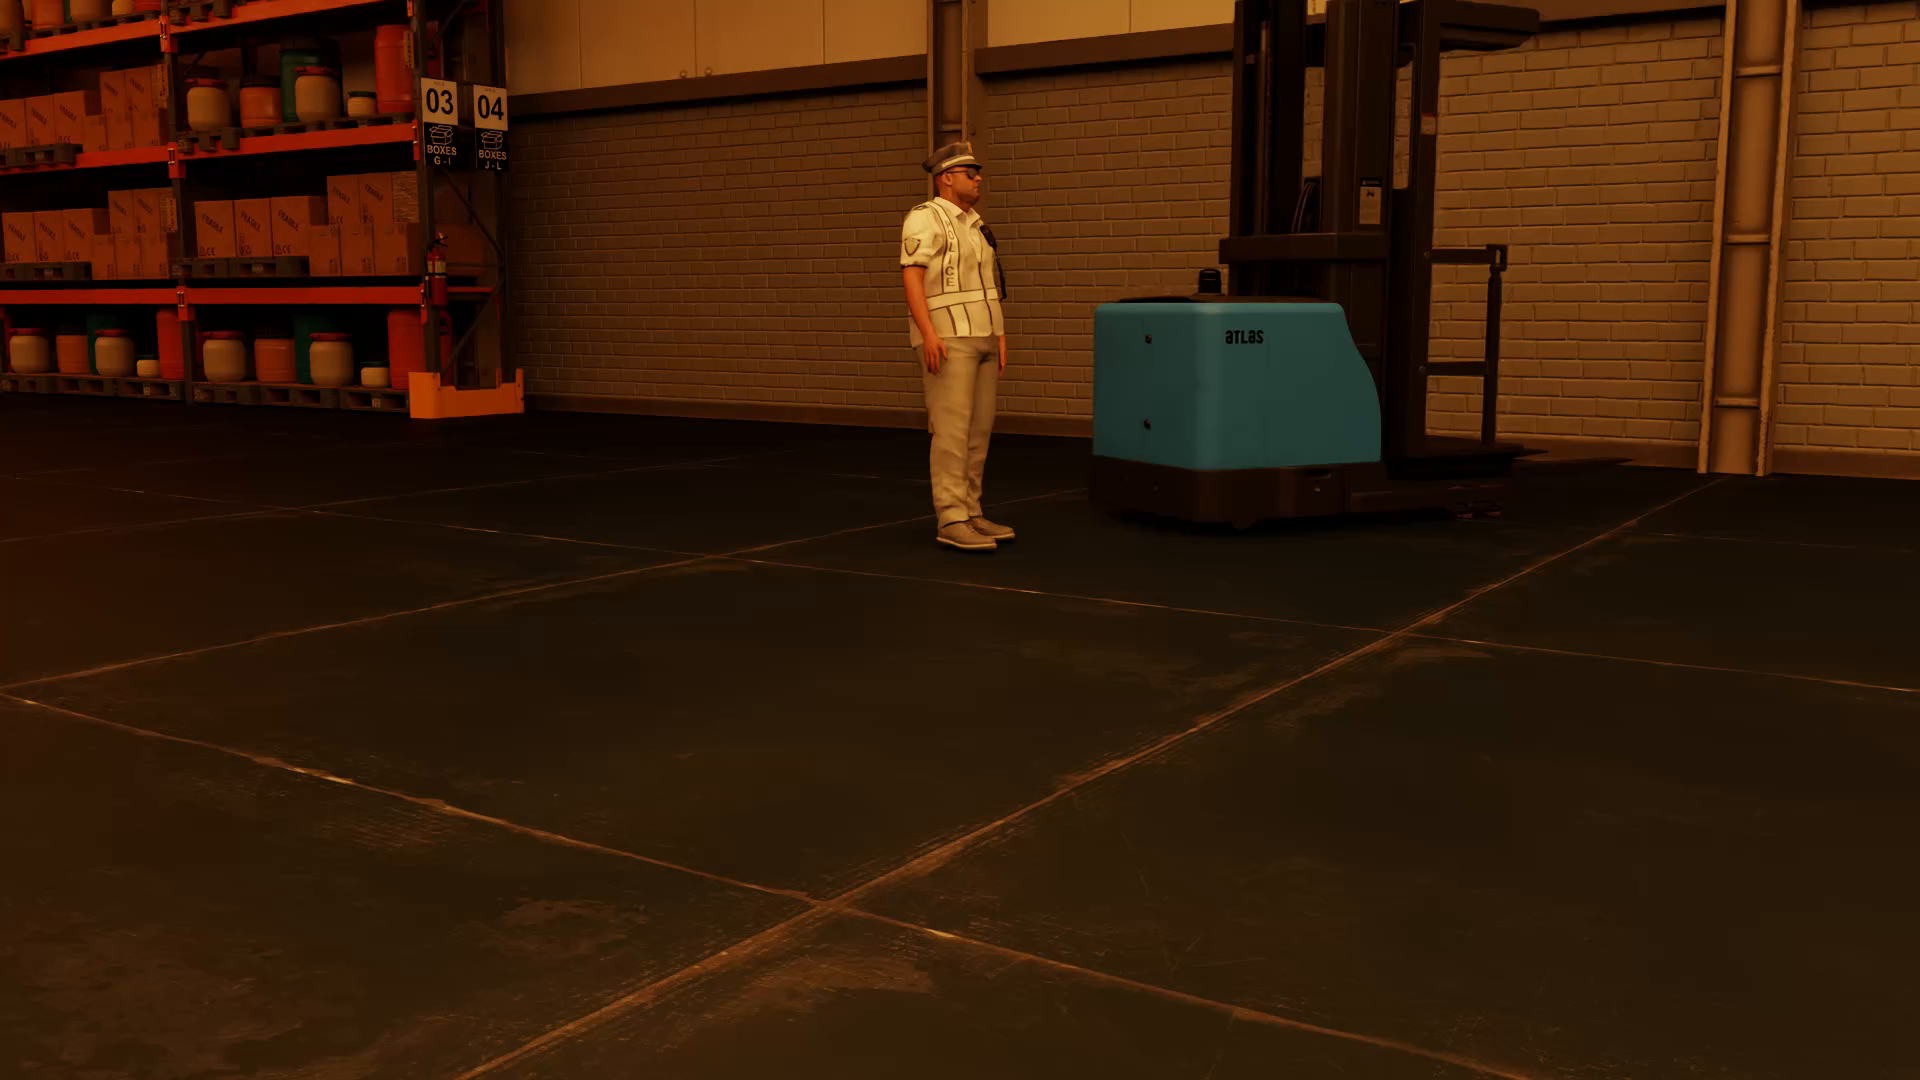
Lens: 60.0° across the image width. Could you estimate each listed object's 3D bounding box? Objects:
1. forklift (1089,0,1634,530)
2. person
[{"bbox_3d":[2.208,-1.618,8.568,3.031,2.935,1.130,-4,9,-27],"label":"forklift"},{"bbox_3d":[0.059,-0.883,7.425,0.573,1.782,0.642,5,10,34],"label":"person"}]
